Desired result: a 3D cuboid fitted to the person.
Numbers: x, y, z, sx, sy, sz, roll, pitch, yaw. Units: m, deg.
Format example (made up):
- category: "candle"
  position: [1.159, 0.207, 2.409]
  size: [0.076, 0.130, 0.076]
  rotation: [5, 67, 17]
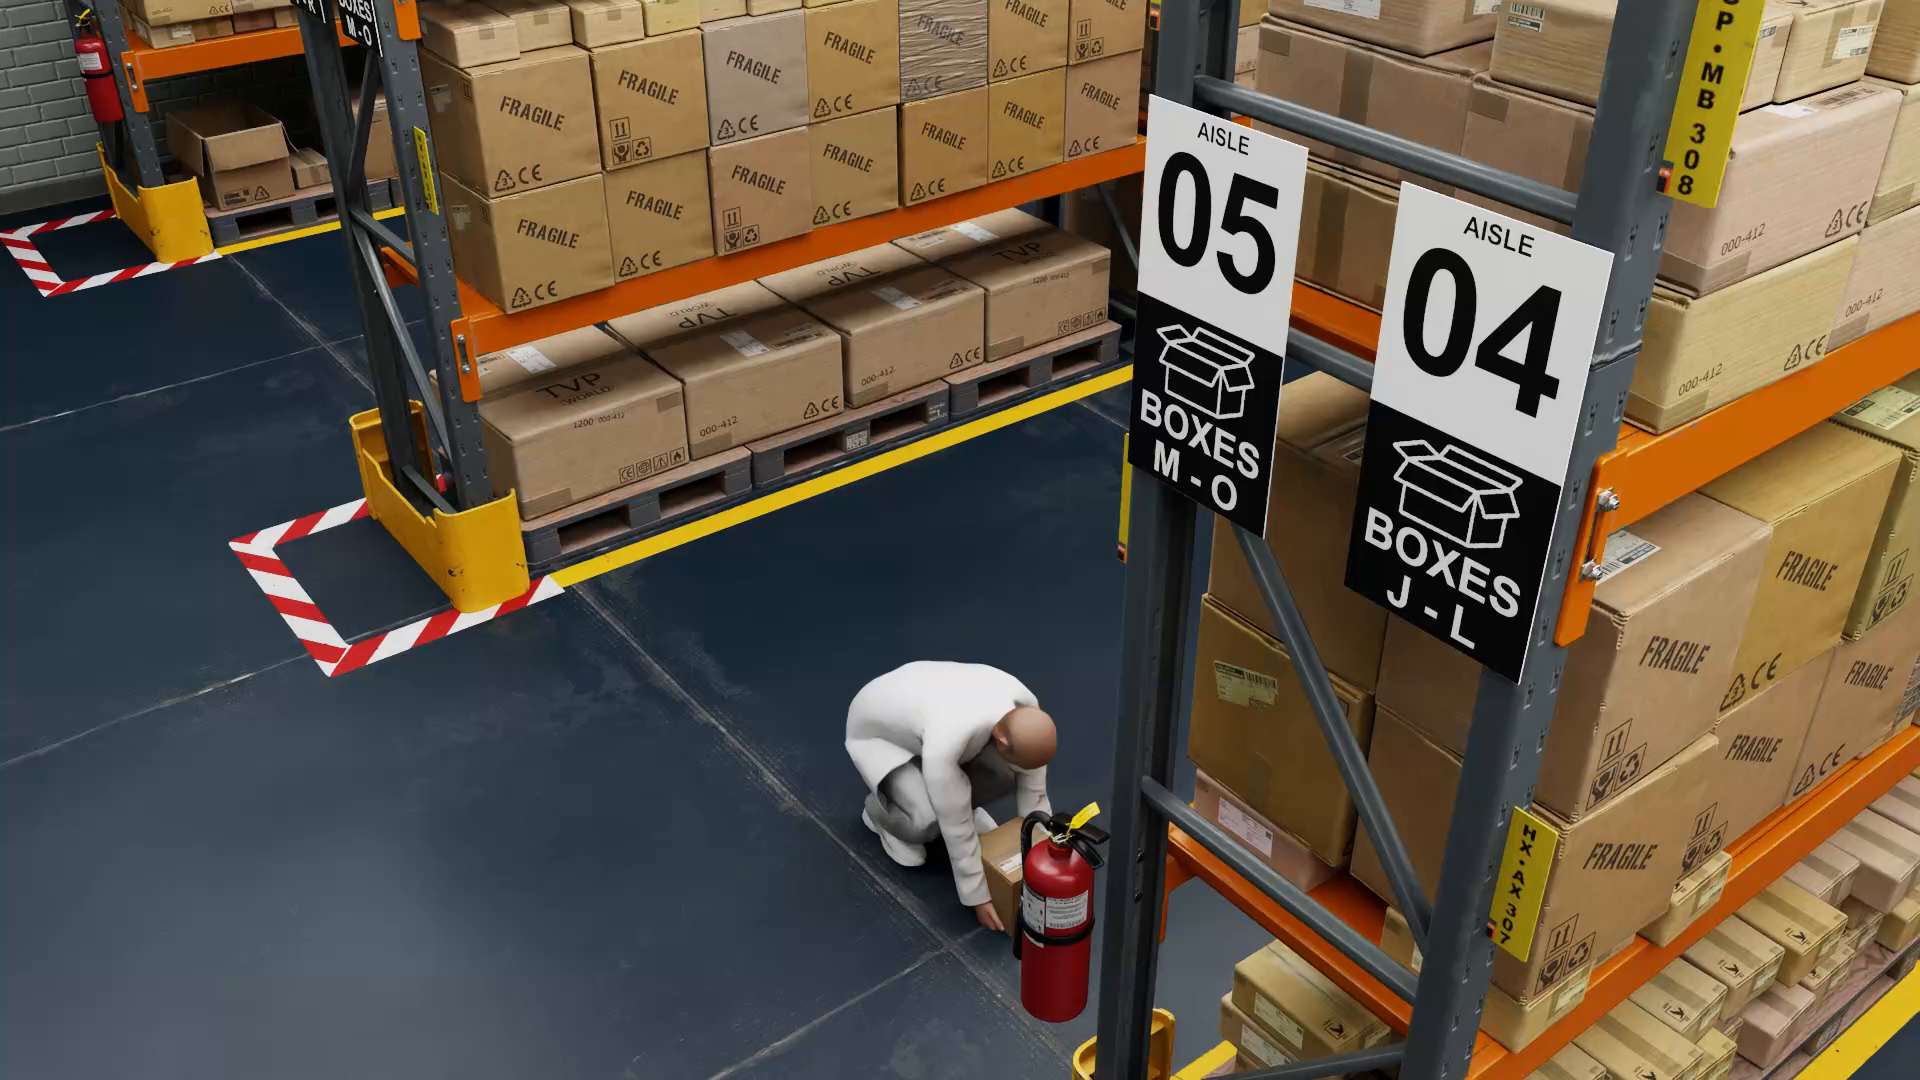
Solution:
- category: "person"
  position: [8.333, 1.151, 5.302]
  size: [12.922, 0.896, 12.265]
  rotation: [-23, 38, -32]
